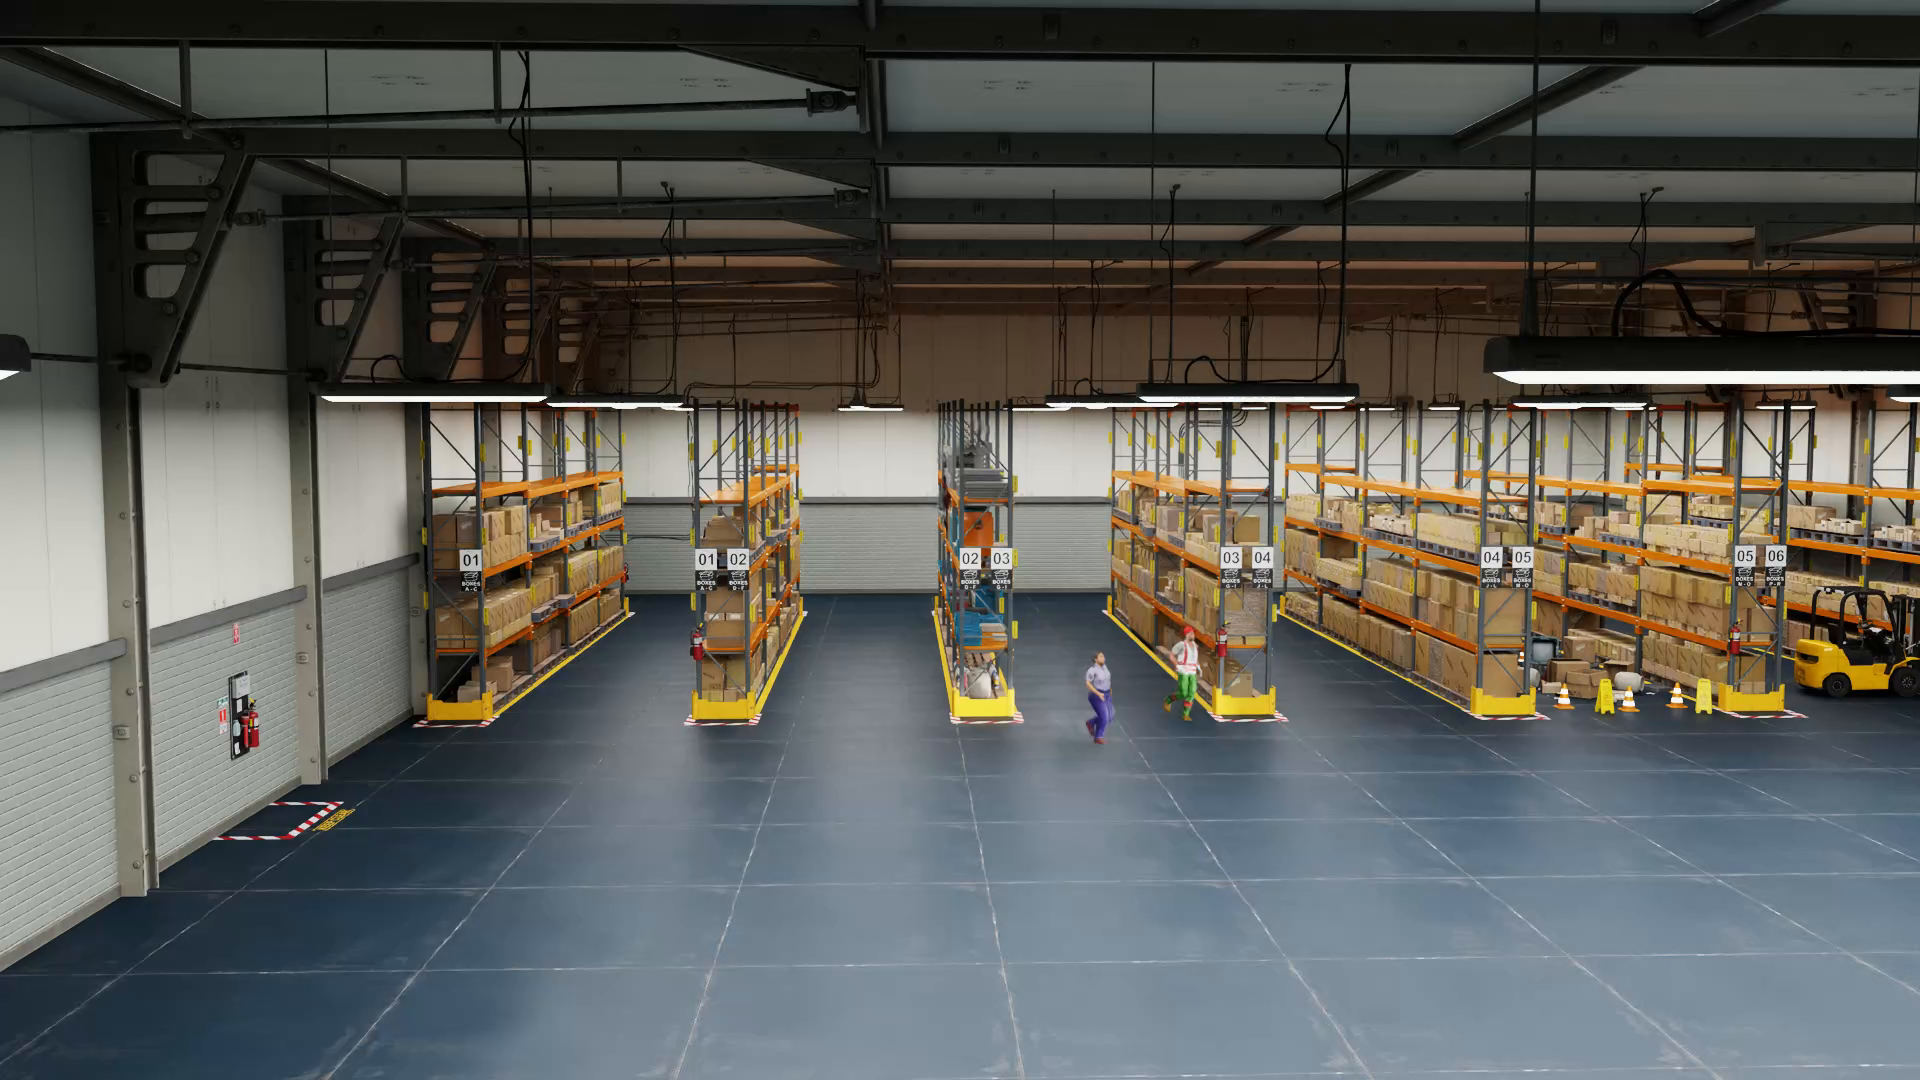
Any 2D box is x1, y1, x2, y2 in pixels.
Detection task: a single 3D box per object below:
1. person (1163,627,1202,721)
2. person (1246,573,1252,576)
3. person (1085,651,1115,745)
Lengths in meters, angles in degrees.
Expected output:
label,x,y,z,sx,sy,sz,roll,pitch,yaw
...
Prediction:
label,x,y,z,sx,sy,sz,roll,pitch,yaw
person,4.266,2.490,31.214,0.713,1.725,0.780,-3,5,-34
person,8.097,1.402,46.561,0.544,1.556,0.609,0,4,2
person,2.409,2.735,28.934,0.521,1.617,0.603,3,5,36
